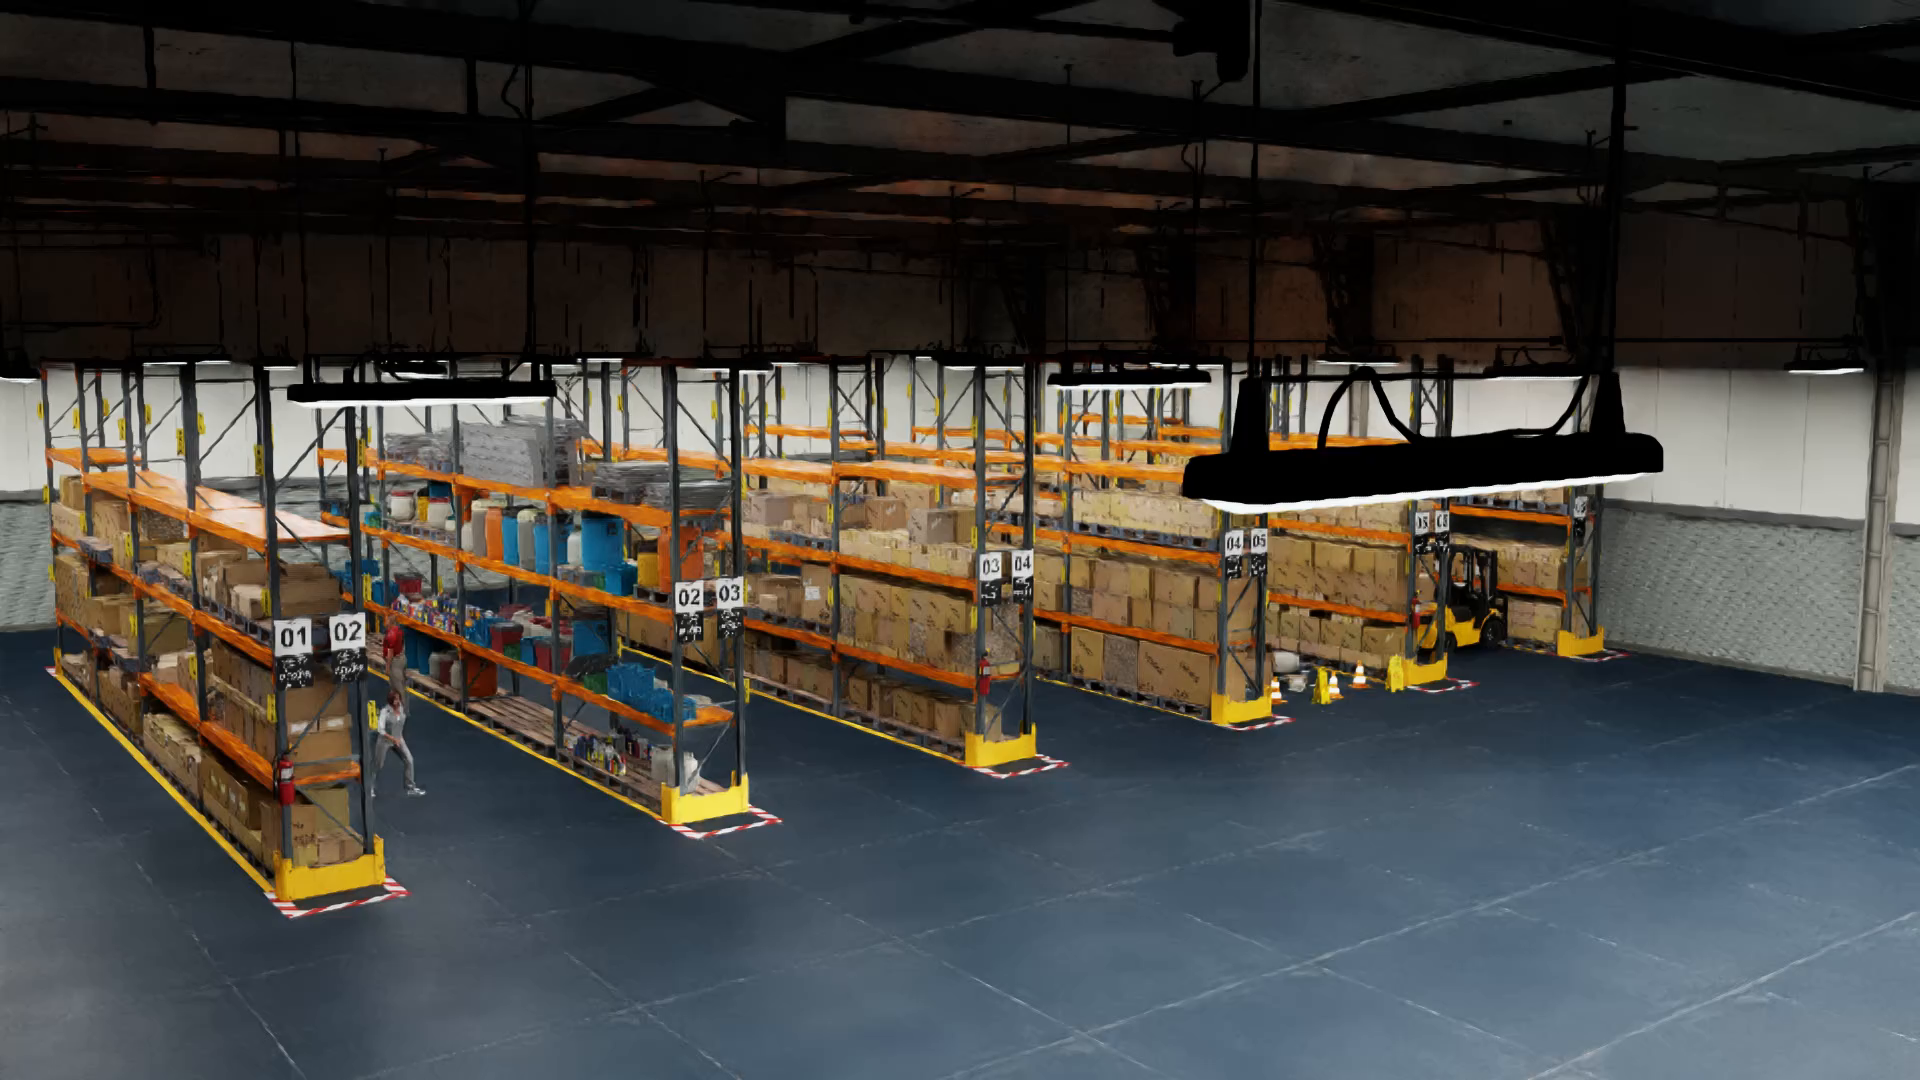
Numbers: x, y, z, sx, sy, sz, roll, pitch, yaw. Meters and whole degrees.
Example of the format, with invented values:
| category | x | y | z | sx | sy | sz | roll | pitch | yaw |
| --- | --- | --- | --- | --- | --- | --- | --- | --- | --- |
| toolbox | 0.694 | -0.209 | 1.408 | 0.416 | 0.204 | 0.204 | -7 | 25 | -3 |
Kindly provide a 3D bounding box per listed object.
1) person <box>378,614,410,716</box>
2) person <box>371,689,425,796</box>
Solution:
| category | x | y | z | sx | sy | sz | roll | pitch | yaw |
| --- | --- | --- | --- | --- | --- | --- | --- | --- | --- |
| person | -9.572 | 2.103 | 28.042 | 0.584 | 1.717 | 0.654 | -1 | 7 | -5 |
| person | -7.885 | 2.801 | 23.038 | 0.778 | 1.528 | 0.562 | 5 | 8 | 34 |
